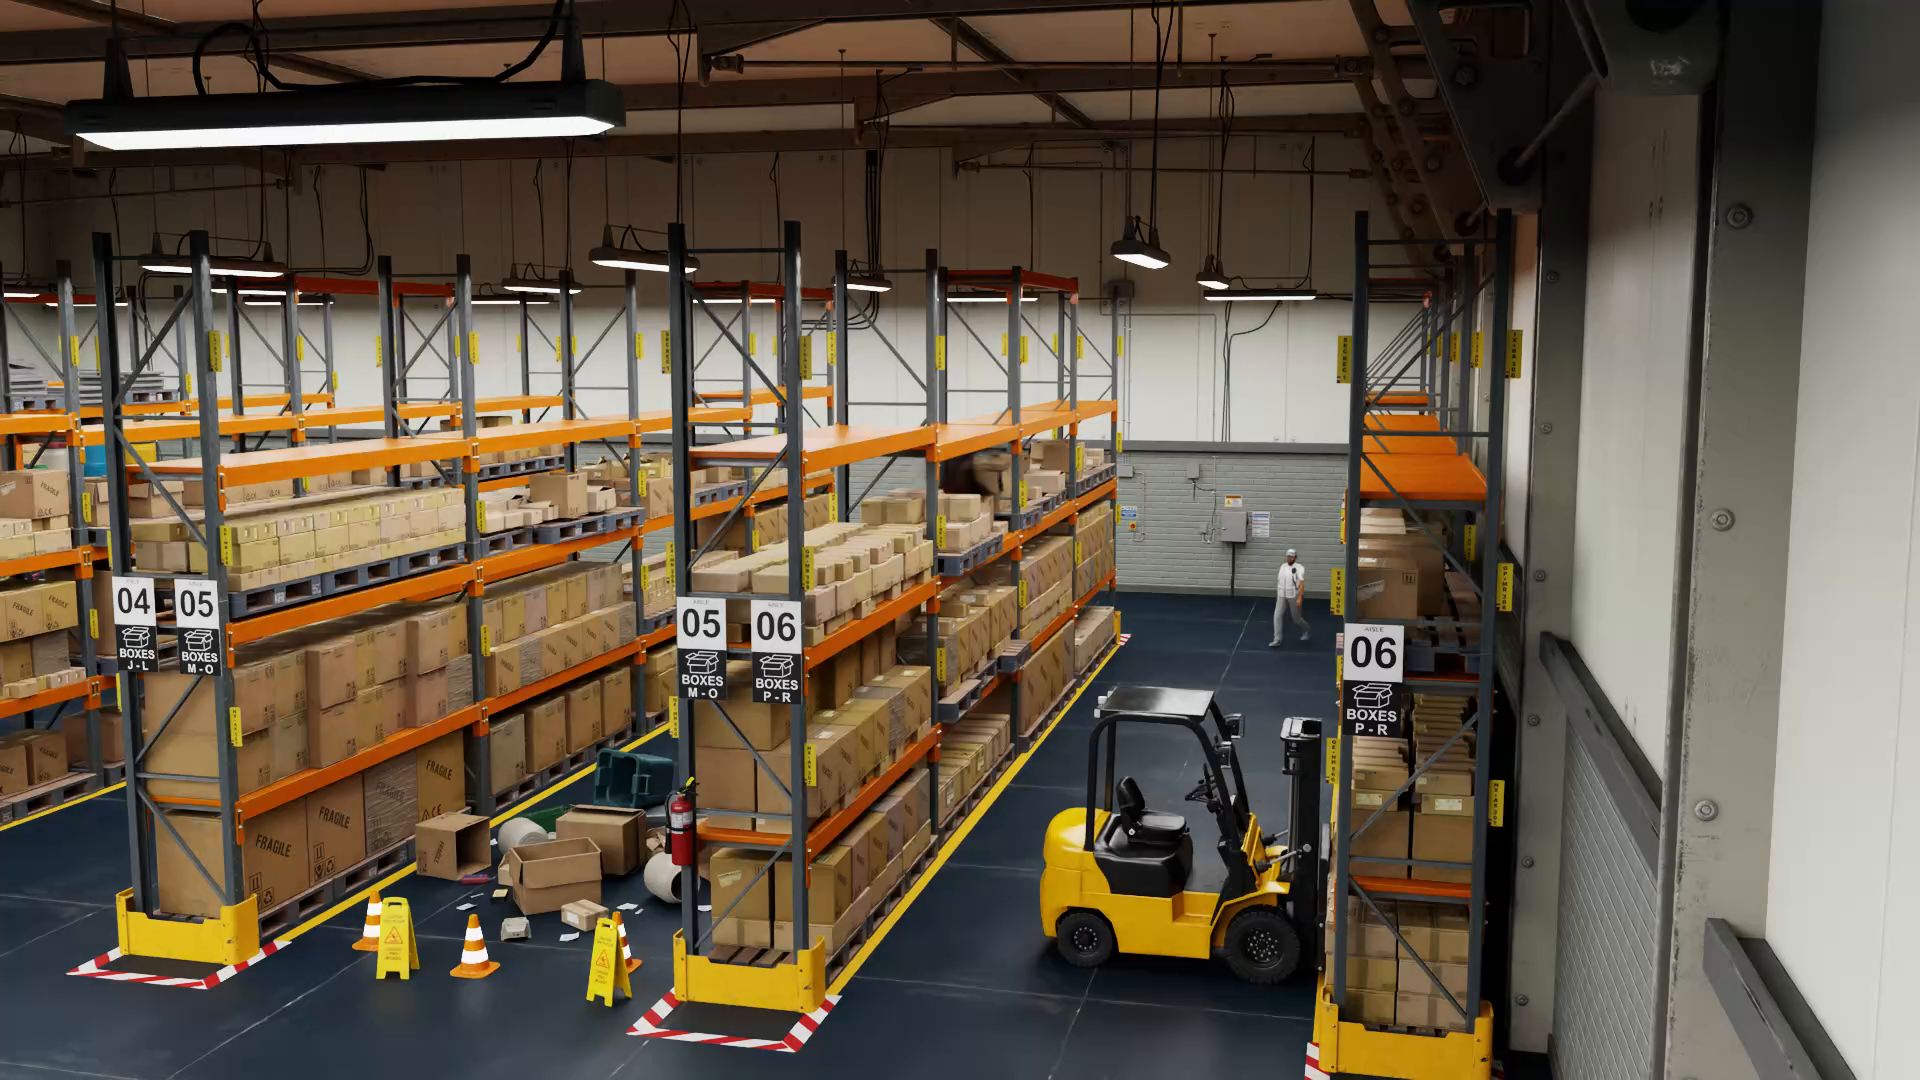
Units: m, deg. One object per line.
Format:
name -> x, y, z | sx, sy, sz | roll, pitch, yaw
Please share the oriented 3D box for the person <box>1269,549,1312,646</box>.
person -> 5.553, 0.951, 27.905 | 0.495, 1.626, 0.865 | 6, 9, 38
